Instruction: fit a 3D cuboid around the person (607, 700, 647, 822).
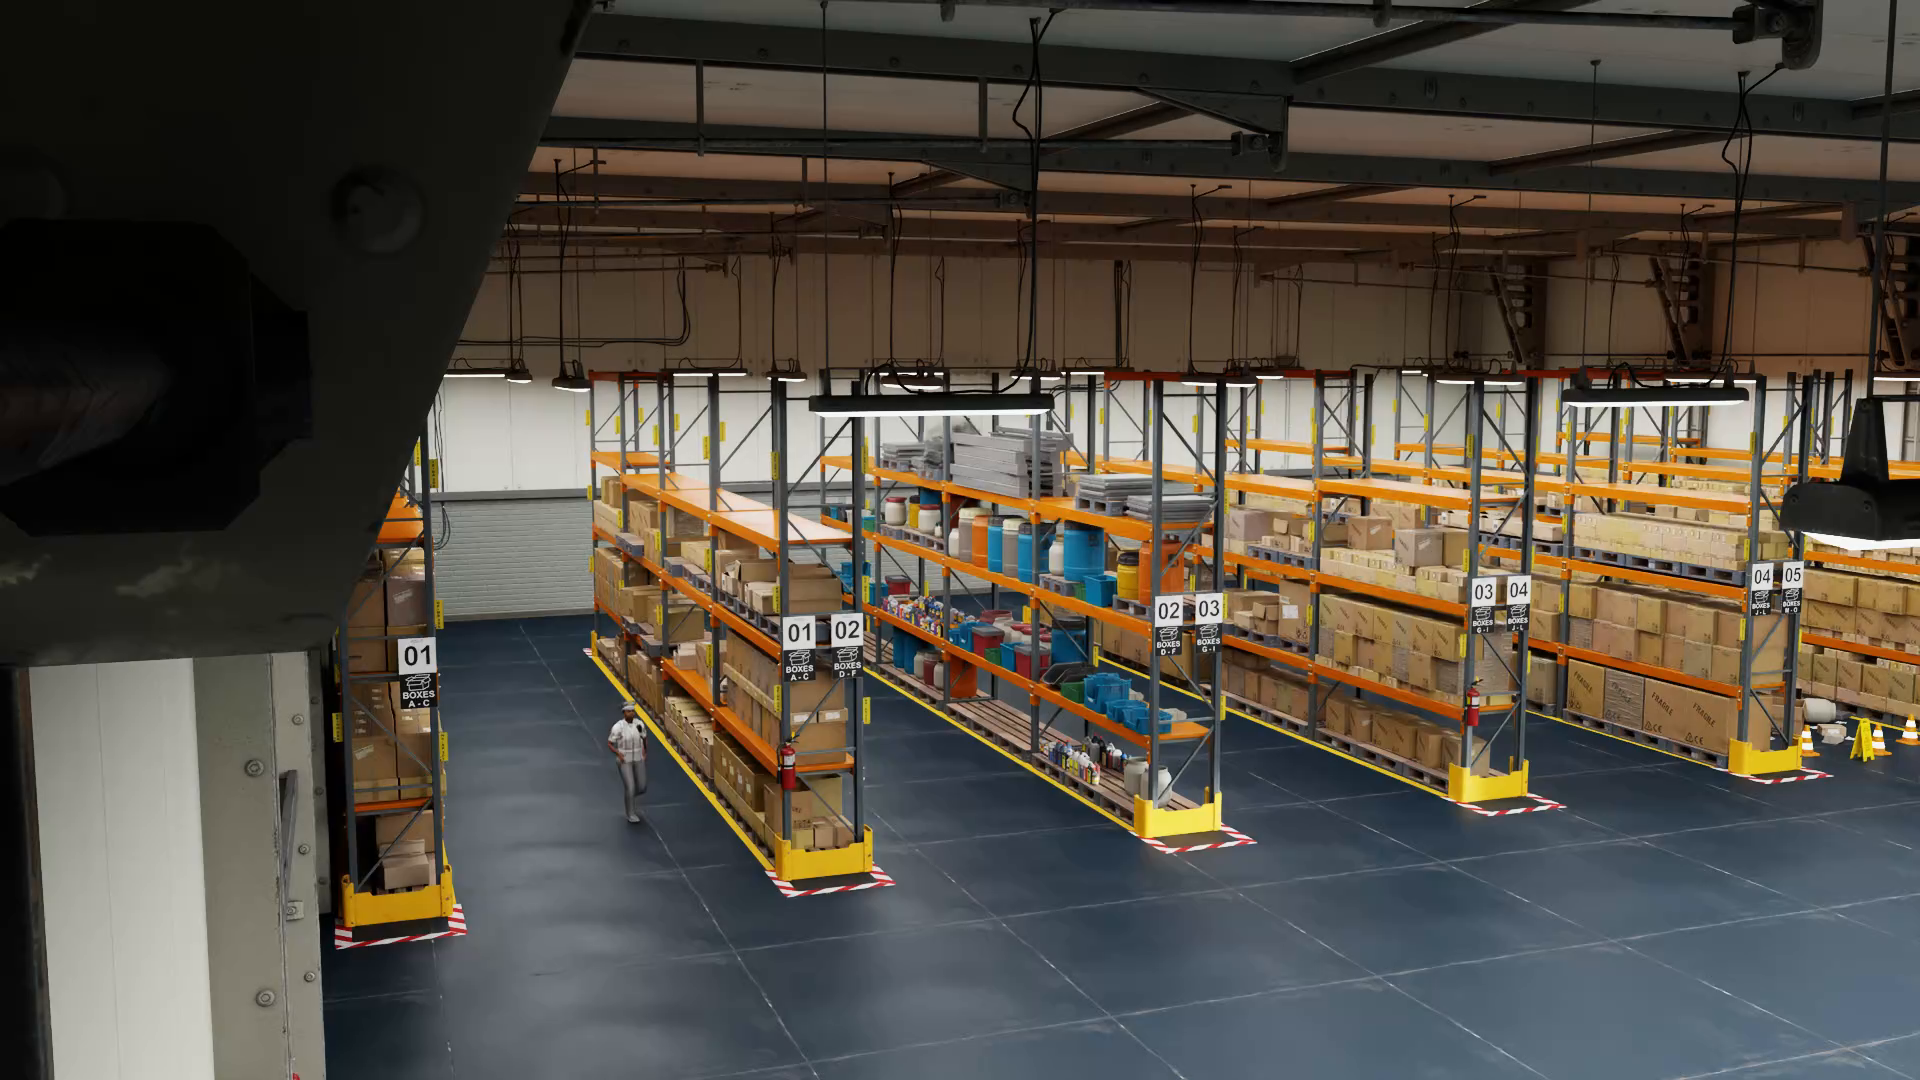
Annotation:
[{"bbox_3d":[-4.502,2.987,22.633,0.573,1.649,0.566,-4,7,-31],"label":"person"}]
